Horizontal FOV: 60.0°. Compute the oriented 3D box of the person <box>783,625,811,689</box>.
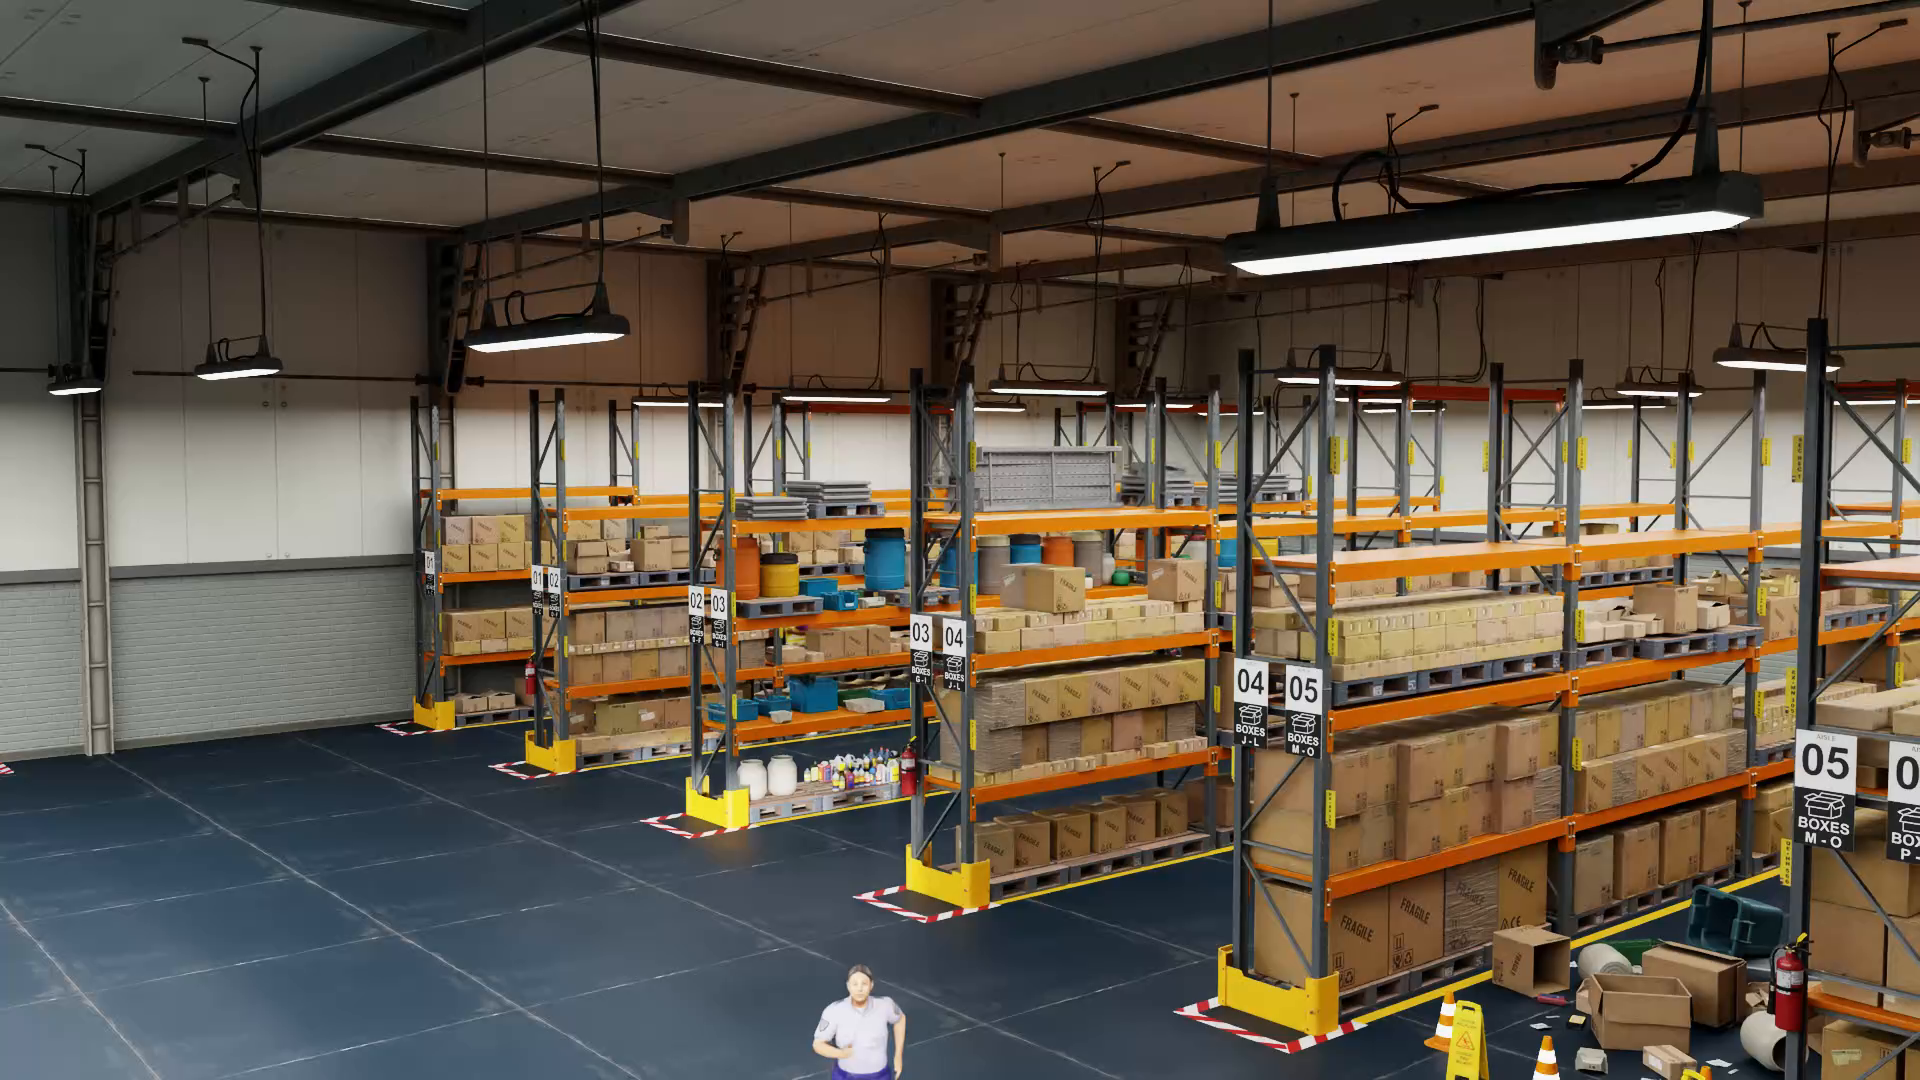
[{"bbox_3d":[-3.166,2.106,32.301,0.727,1.866,0.641,-3,5,-45],"label":"person"}]

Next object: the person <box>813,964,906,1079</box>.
[{"bbox_3d":[-0.673,3.665,11.175,0.624,1.677,0.874,0,3,-3],"label":"person"}]
